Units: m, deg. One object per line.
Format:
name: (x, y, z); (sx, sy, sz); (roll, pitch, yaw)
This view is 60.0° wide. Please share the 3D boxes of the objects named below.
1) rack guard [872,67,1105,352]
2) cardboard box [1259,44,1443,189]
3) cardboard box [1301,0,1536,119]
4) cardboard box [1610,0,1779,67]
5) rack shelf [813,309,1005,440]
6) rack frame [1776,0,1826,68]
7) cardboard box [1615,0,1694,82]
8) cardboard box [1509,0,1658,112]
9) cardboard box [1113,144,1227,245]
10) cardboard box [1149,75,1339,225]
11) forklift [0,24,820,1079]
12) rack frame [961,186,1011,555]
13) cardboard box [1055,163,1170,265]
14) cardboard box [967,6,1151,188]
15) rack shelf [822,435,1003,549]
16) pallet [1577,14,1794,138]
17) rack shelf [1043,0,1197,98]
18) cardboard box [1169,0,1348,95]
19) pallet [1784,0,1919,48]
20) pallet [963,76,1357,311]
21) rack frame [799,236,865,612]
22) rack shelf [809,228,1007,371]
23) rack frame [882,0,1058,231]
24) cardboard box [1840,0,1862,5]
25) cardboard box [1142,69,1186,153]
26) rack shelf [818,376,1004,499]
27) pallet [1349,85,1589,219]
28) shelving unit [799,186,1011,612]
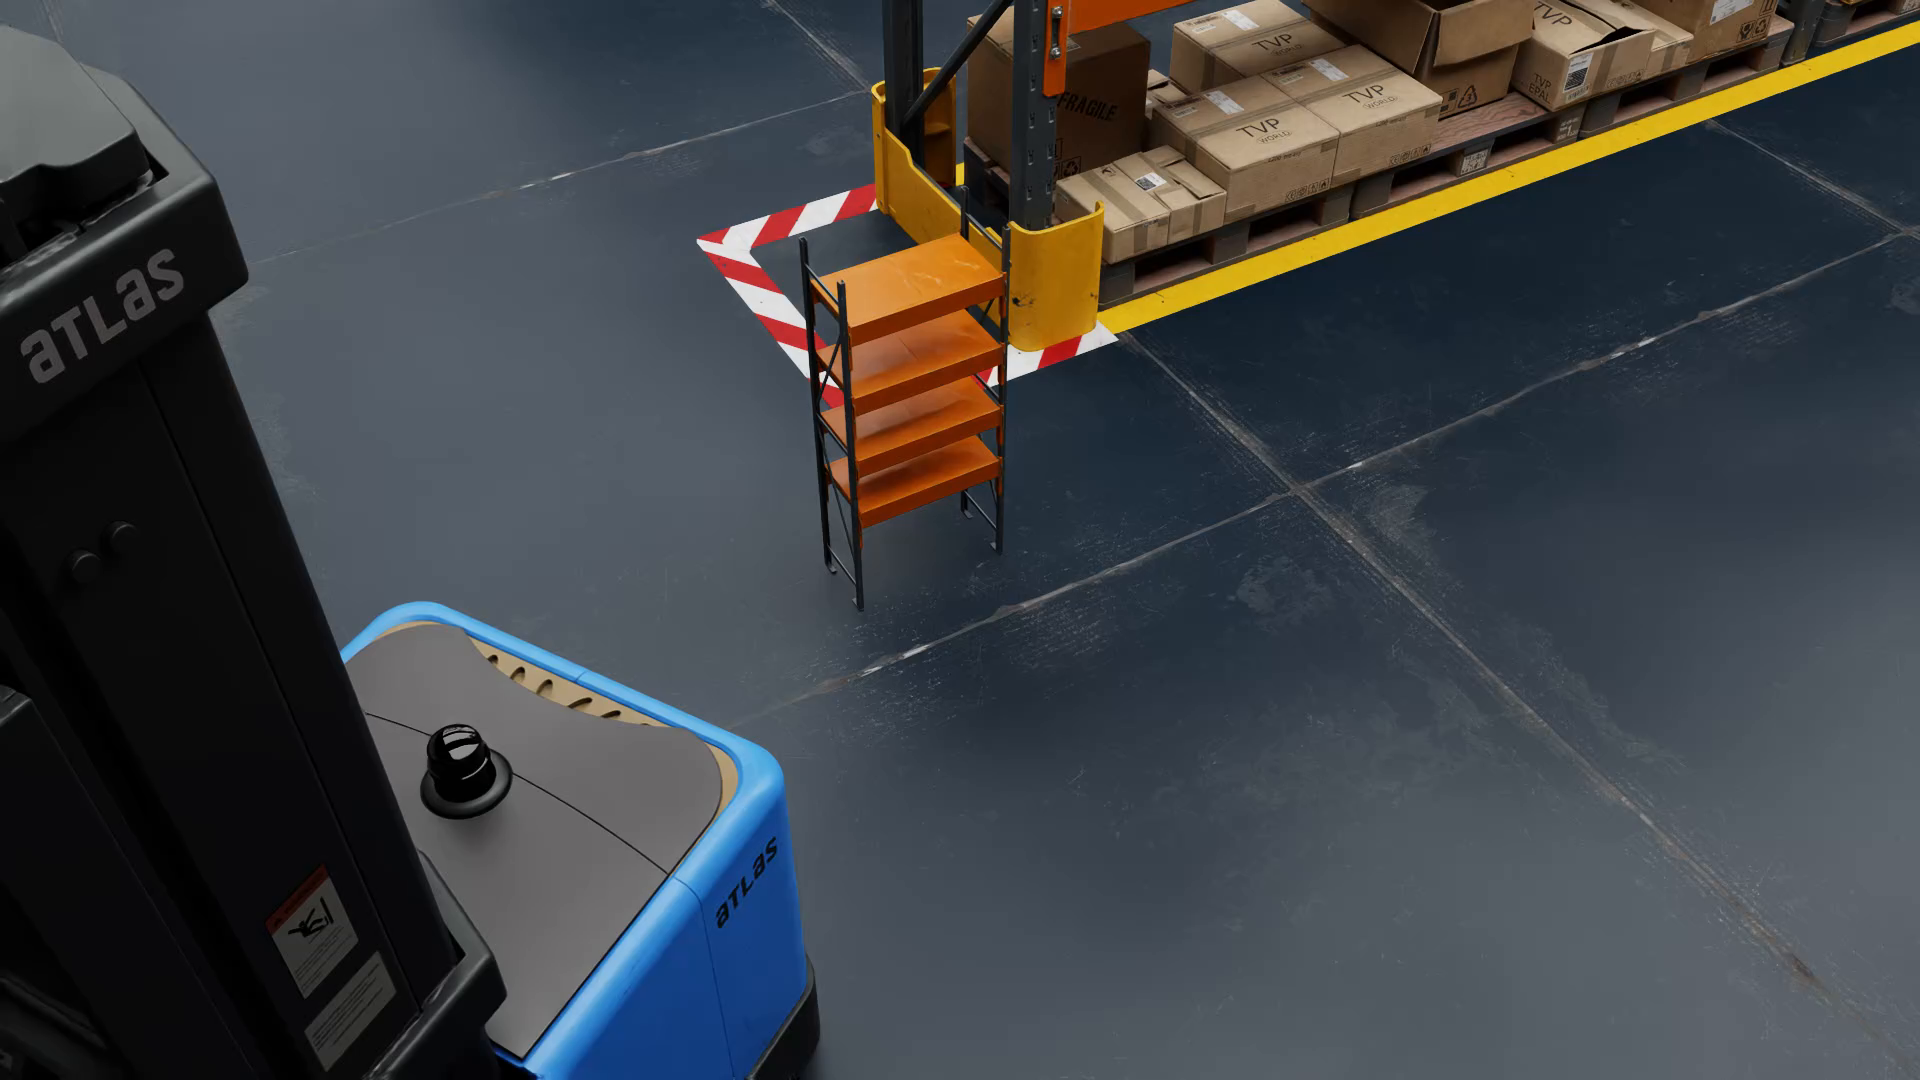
rack guard: (0.082, -1.247, 6.176); (0.348, 0.500, 1.175); (-22, 48, -21)
cardboard box: (1.496, -1.653, 6.458); (0.500, 0.250, 0.500); (-22, 48, -21)
cardboard box: (1.858, -2.112, 6.749); (0.637, 0.503, 0.797); (-22, 48, -21)
cardboard box: (3.132, -2.397, 7.045); (0.500, 0.500, 0.500); (-22, 48, -21)
rack shelf: (-0.144, -0.485, 4.664); (0.480, 0.148, 0.258); (-22, 48, -21)
rack frame: (3.484, -3.505, 6.708); (0.127, 3.000, 1.000); (-22, 48, -21)
cardboard box: (2.836, -2.105, 6.996); (0.250, 0.149, 0.380); (-22, 48, -21)
cardboard box: (2.481, -2.069, 6.843); (0.500, 0.311, 0.500); (-22, 48, -21)
cardboard box: (0.767, -1.283, 6.137); (0.250, 0.166, 0.380); (-22, 48, -21)
cardboard box: (1.062, -1.479, 6.279); (0.500, 0.250, 0.500); (-22, 48, -21)
forklift: (-1.474, 0.891, 2.227); (1.130, 2.935, 3.031); (21, 48, 20)
rack frame: (0.068, -0.458, 4.860); (0.015, 1.200, 0.240); (-22, 48, -21)
cardboard box: (0.550, -1.190, 6.053); (0.250, 0.149, 0.380); (-22, 48, -21)
cardboard box: (0.365, -1.716, 6.343); (0.500, 0.500, 0.500); (-22, 48, -21)
rack shelf: (-0.144, -0.182, 4.958); (0.480, 0.148, 0.258); (-22, 48, -21)
pallet: (2.888, -2.267, 7.434); (1.213, 0.211, 1.003); (-22, 48, -21)
rack shelf: (1.750, -2.553, 6.243); (4.000, 0.370, 1.077); (-22, 48, -21)
cardboard box: (1.203, -1.937, 6.751); (0.500, 0.250, 0.500); (-22, 48, -21)
pallet: (4.171, -2.809, 7.993); (1.213, 0.211, 1.003); (-22, 48, -21)
pallet: (0.773, -1.420, 6.562); (1.213, 0.211, 1.003); (-22, 48, -21)
rack frame: (-0.355, -0.288, 4.686); (0.015, 1.200, 0.240); (-22, 48, -21)
rack shelf: (-0.144, -0.655, 4.499); (0.480, 0.148, 0.258); (-22, 48, -21)
rack frame: (0.016, -2.117, 5.278); (0.127, 3.000, 1.000); (-22, 48, -21)
cardboard box: (4.025, -2.787, 7.447); (0.500, 0.500, 0.500); (-24, 49, -23)
cardboard box: (0.761, -1.682, 6.548); (0.250, 0.166, 0.380); (-22, 48, -21)
rack shelf: (-0.144, -0.325, 4.820); (0.480, 0.148, 0.258); (-22, 48, -21)
pallet: (1.829, -1.841, 6.995); (1.213, 0.211, 1.003); (-22, 48, -21)
shelving unit: (-0.144, -0.373, 4.773); (0.503, 1.200, 0.258); (-22, 48, -21)
